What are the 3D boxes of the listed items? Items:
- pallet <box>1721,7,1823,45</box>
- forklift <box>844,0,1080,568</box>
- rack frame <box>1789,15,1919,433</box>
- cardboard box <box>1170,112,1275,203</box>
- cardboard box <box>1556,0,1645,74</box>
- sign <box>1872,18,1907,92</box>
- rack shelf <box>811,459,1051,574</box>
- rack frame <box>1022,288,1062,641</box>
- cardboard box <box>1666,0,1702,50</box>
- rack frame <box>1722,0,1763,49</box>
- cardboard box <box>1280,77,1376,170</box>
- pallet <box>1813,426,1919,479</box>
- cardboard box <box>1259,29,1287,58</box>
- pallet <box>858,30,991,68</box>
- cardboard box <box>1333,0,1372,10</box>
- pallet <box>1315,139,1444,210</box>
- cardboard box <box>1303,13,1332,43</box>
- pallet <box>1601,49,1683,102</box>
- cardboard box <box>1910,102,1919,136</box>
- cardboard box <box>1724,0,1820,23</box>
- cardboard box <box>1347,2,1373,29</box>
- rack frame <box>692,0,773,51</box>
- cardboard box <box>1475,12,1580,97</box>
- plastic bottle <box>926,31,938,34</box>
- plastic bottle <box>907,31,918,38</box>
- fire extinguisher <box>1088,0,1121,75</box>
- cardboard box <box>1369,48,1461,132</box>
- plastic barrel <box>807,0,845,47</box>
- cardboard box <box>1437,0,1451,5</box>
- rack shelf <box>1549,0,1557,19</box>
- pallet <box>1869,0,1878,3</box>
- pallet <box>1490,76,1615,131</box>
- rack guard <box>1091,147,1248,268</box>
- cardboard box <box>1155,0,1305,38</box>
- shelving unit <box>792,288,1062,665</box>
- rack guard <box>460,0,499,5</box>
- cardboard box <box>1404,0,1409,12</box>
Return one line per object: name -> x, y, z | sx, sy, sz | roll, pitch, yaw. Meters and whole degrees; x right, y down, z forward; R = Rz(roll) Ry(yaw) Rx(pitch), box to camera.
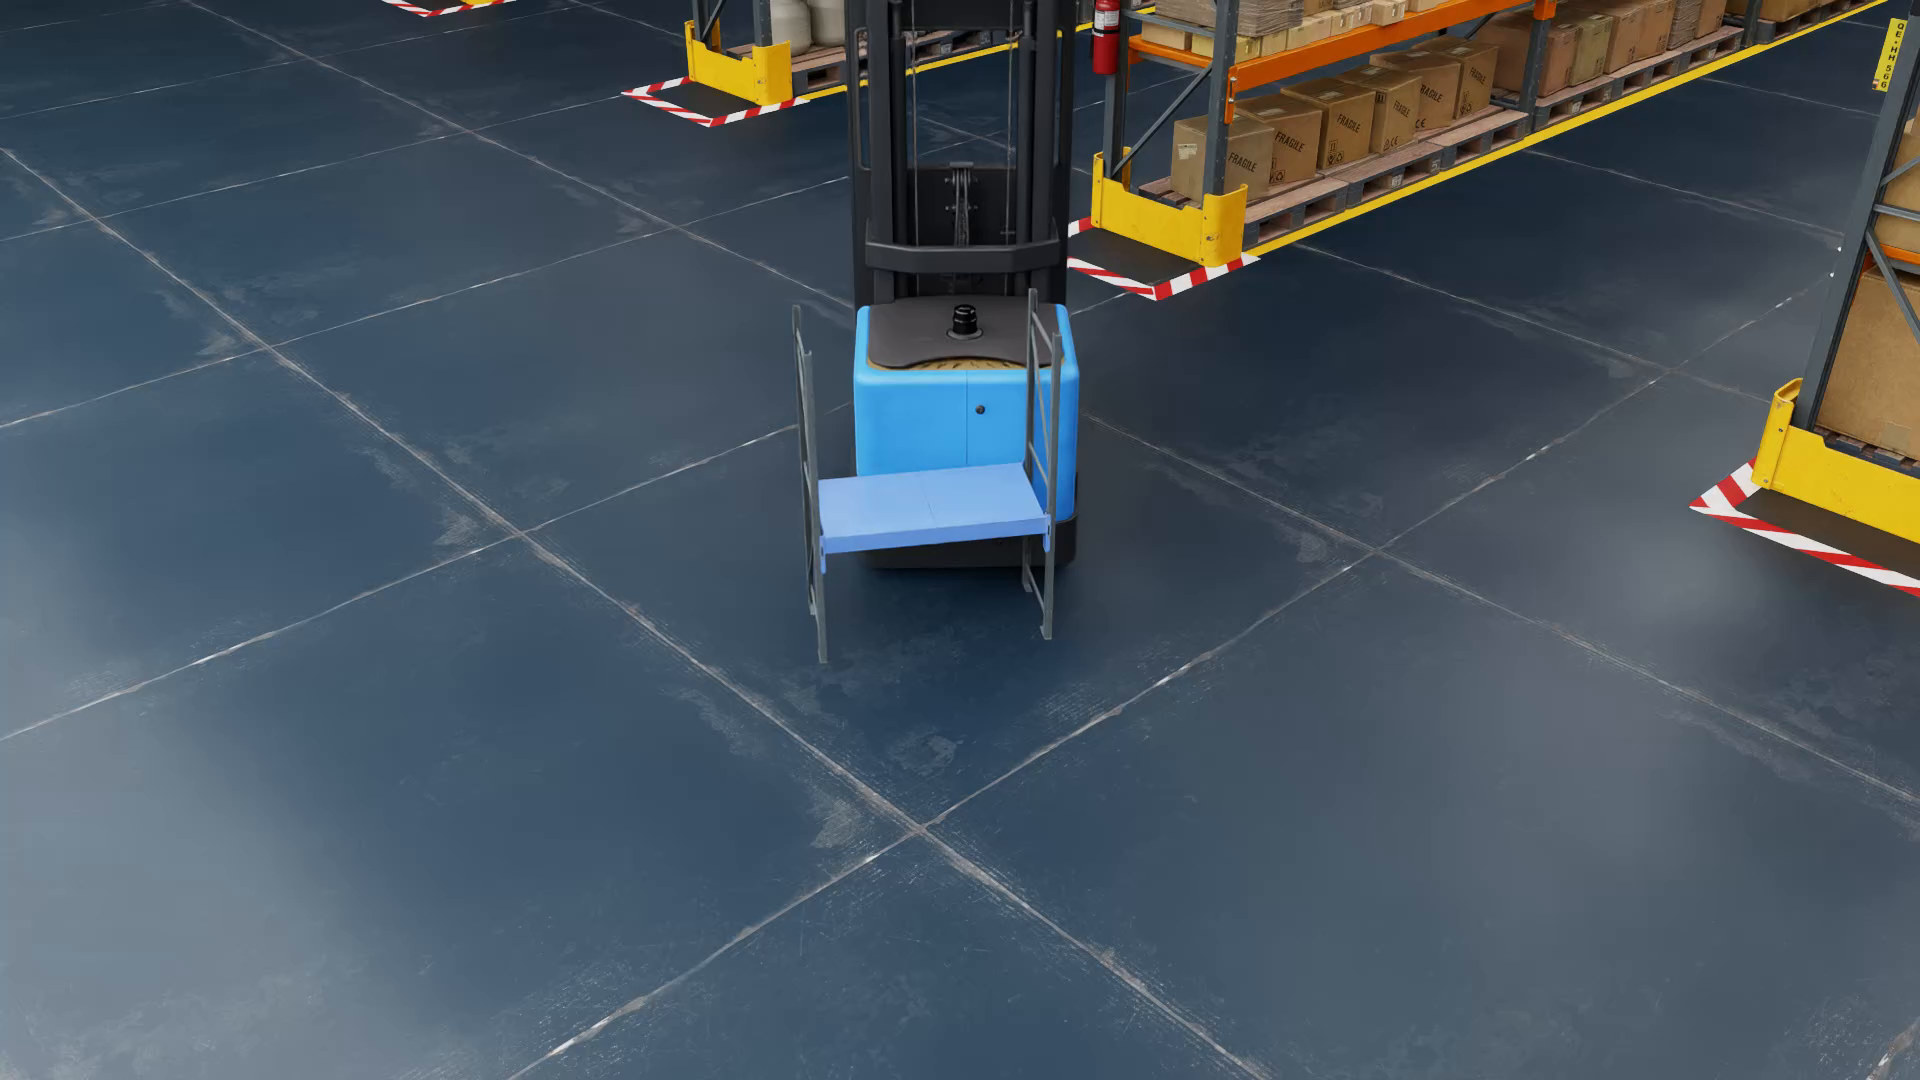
pallet -> 7.879, -5.268, 16.663 | 1.213, 0.211, 1.003 | -26, 40, -35
forklift -> -0.006, -1.849, 8.464 | 1.130, 2.935, 3.031 | -1, 31, -1
rack frame -> 4.681, -1.436, 7.724 | 0.127, 3.000, 1.000 | -26, 40, -35
cardboard box -> 1.852, -2.697, 11.780 | 0.500, 0.500, 0.500 | -18, 36, -27
cardboard box -> 5.553, -4.480, 14.675 | 0.700, 0.500, 0.500 | 25, 40, 35
sign -> 4.323, -2.244, 7.707 | 0.005, 0.325, 0.100 | -26, 40, -35
rack shelf -> -0.146, -0.113, 7.342 | 1.000, 0.185, 0.538 | -5, 32, -9
rack frame -> 0.354, -0.314, 7.326 | 0.032, 1.500, 0.500 | -5, 32, -9
cardboard box -> 6.373, -4.882, 15.332 | 0.700, 0.500, 0.500 | 25, 40, 35
rack frame -> 7.249, -6.207, 15.526 | 0.127, 3.000, 1.000 | -26, 40, -35
cardboard box -> 2.739, -3.137, 12.499 | 0.500, 0.500, 0.500 | -22, 38, -31
pallet -> 5.214, -0.560, 8.964 | 1.213, 0.211, 1.003 | -26, 40, -35
cardboard box -> 1.950, -3.354, 11.100 | 0.250, 0.149, 0.380 | -26, 40, -35
pallet -> -0.467, -4.836, 15.957 | 1.213, 0.211, 1.003 | -26, 40, -35
cardboard box -> 2.486, -4.108, 11.712 | 0.500, 0.500, 0.875 | -26, 40, -35
pallet -> 2.953, -2.912, 12.810 | 1.213, 0.211, 1.003 | -26, 40, -35
cardboard box -> 2.313, -3.533, 11.394 | 0.250, 0.149, 0.380 | -26, 40, -35
pallet -> 5.781, -4.310, 15.097 | 1.213, 0.211, 1.003 | -26, 40, -35
cardboard box -> 4.980, -2.078, 7.594 | 0.550, 0.550, 0.875 | -26, 40, -35
cardboard box -> 7.769, -5.717, 16.358 | 1.225, 0.875, 0.875 | 27, 41, 37
cardboard box -> 2.666, -3.718, 11.696 | 0.250, 0.149, 0.380 | -26, 40, -35
rack frame -> -1.985, -5.264, 13.984 | 0.127, 3.000, 1.000 | -26, 40, -35
cardboard box -> 4.781, -4.119, 14.086 | 0.700, 0.500, 0.500 | 26, 40, 35
plastic bottle -> -0.265, -4.890, 15.554 | 0.133, 0.283, 0.061 | -25, 39, -35
plastic bottle -> -0.443, -4.812, 15.438 | 0.097, 0.271, 0.097 | 0, 31, 0
fire extinguisher -> 0.986, -3.472, 11.127 | 0.183, 0.674, 0.296 | -26, 40, -35
cardboard box -> 3.581, -3.569, 13.204 | 0.500, 0.500, 0.500 | -13, 34, -21
plastic barrel -> -1.186, -4.823, 15.244 | 0.421, 0.512, 0.421 | 0, 31, 0
cardboard box -> 3.408, -4.068, 12.268 | 0.250, 0.149, 0.380 | -26, 40, -35
rack shelf -> 5.783, -5.191, 14.553 | 4.000, 0.370, 1.077 | -26, 40, -35
pallet -> 9.668, -6.134, 18.079 | 1.213, 0.211, 1.003 | -26, 40, -35
pallet -> 4.886, -3.876, 14.386 | 1.213, 0.211, 1.003 | -26, 40, -35
rack guard -> 1.439, -2.330, 11.581 | 0.348, 0.500, 1.175 | -26, 40, -35
cardboard box -> 1.805, -3.724, 11.083 | 0.500, 0.500, 0.875 | -26, 40, -35
shelving unit -> -0.146, -0.267, 7.248 | 1.048, 1.500, 0.538 | -5, 32, -9
rack guard -> -5.367, -6.086, 17.723 | 0.348, 0.500, 1.175 | -26, 40, -35
cardboard box -> 3.013, -3.907, 12.004 | 0.250, 0.149, 0.380 | -26, 40, -35
